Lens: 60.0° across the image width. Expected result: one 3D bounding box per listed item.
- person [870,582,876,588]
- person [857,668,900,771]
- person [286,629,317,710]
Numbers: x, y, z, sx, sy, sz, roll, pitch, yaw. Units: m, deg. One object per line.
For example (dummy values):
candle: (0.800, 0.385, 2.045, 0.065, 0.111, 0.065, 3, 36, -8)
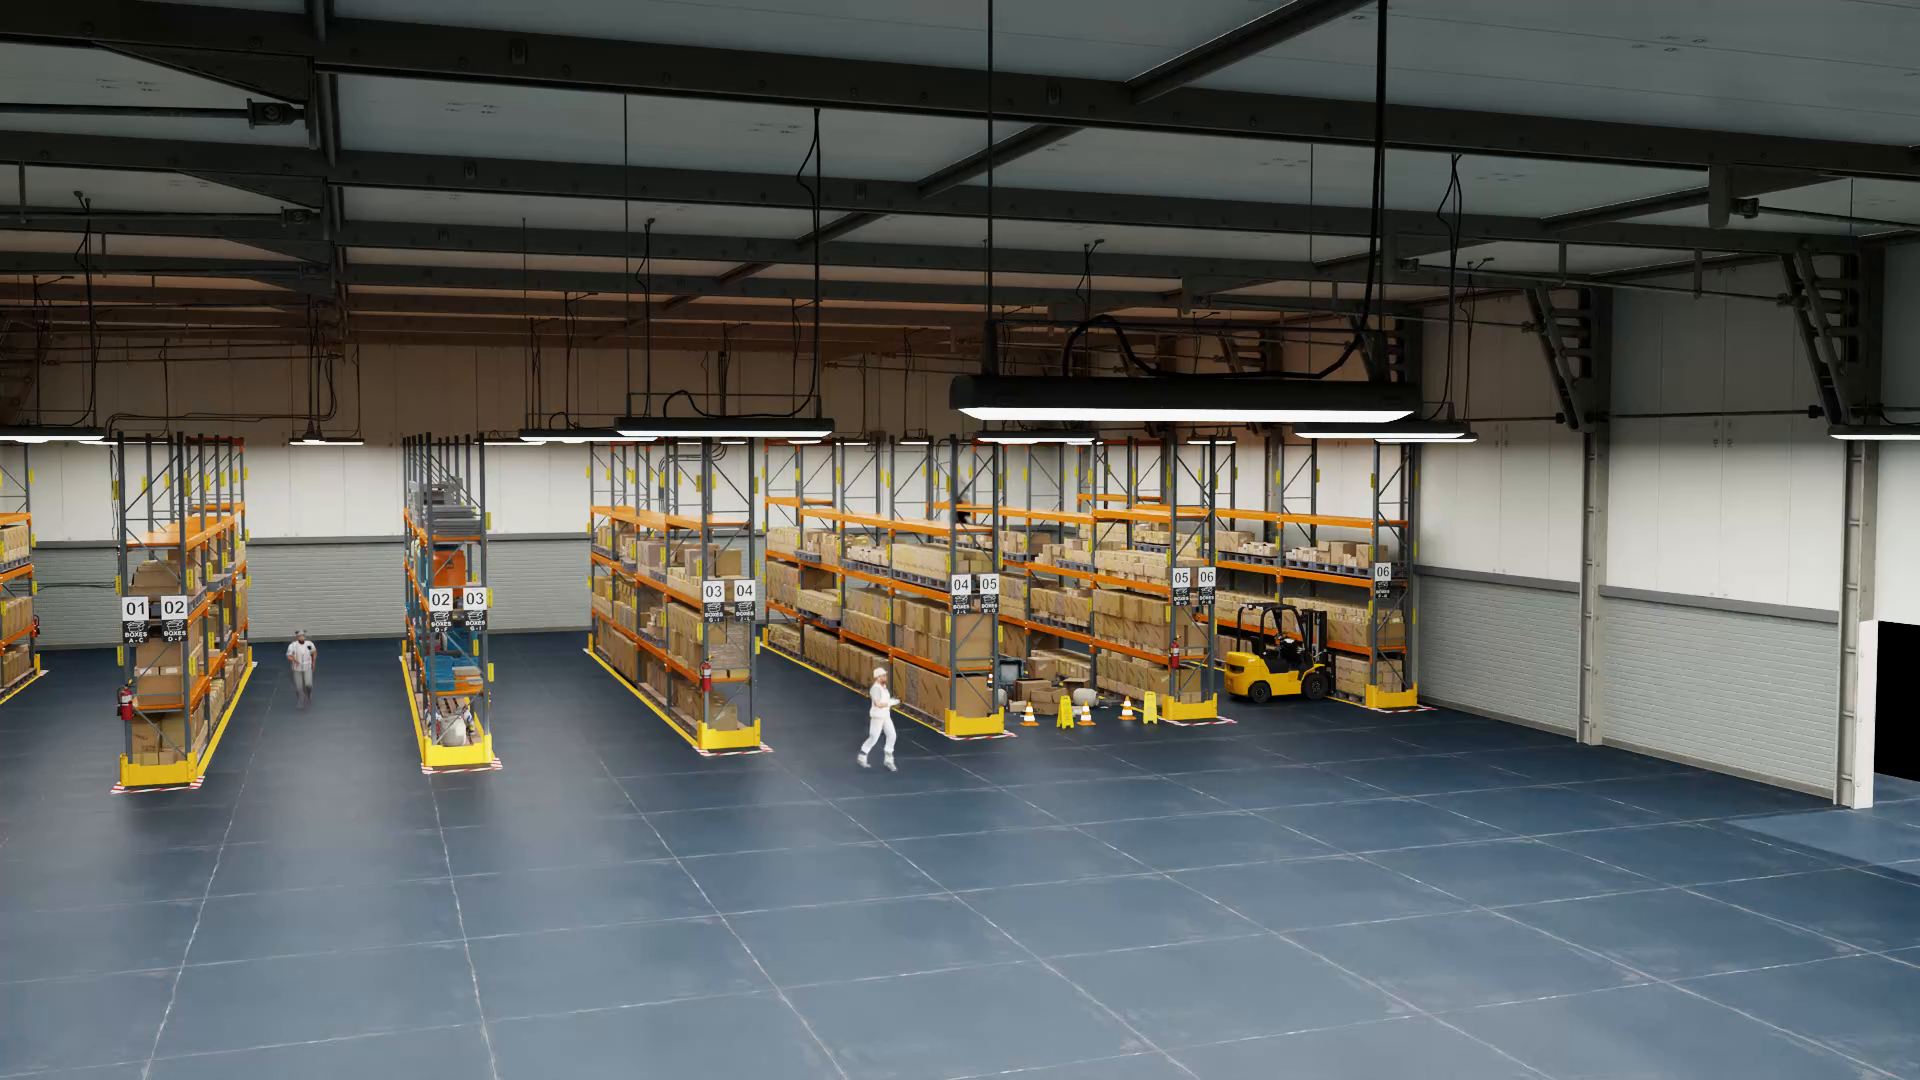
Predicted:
person: (-2.535, 2.081, 50.760, 0.749, 1.704, 0.636, -1, 3, -17)
person: (-1.436, 3.191, 29.452, 0.819, 1.860, 0.649, 1, 3, 20)
person: (-14.391, 2.835, 36.376, 0.627, 1.790, 0.733, -1, 3, -24)
